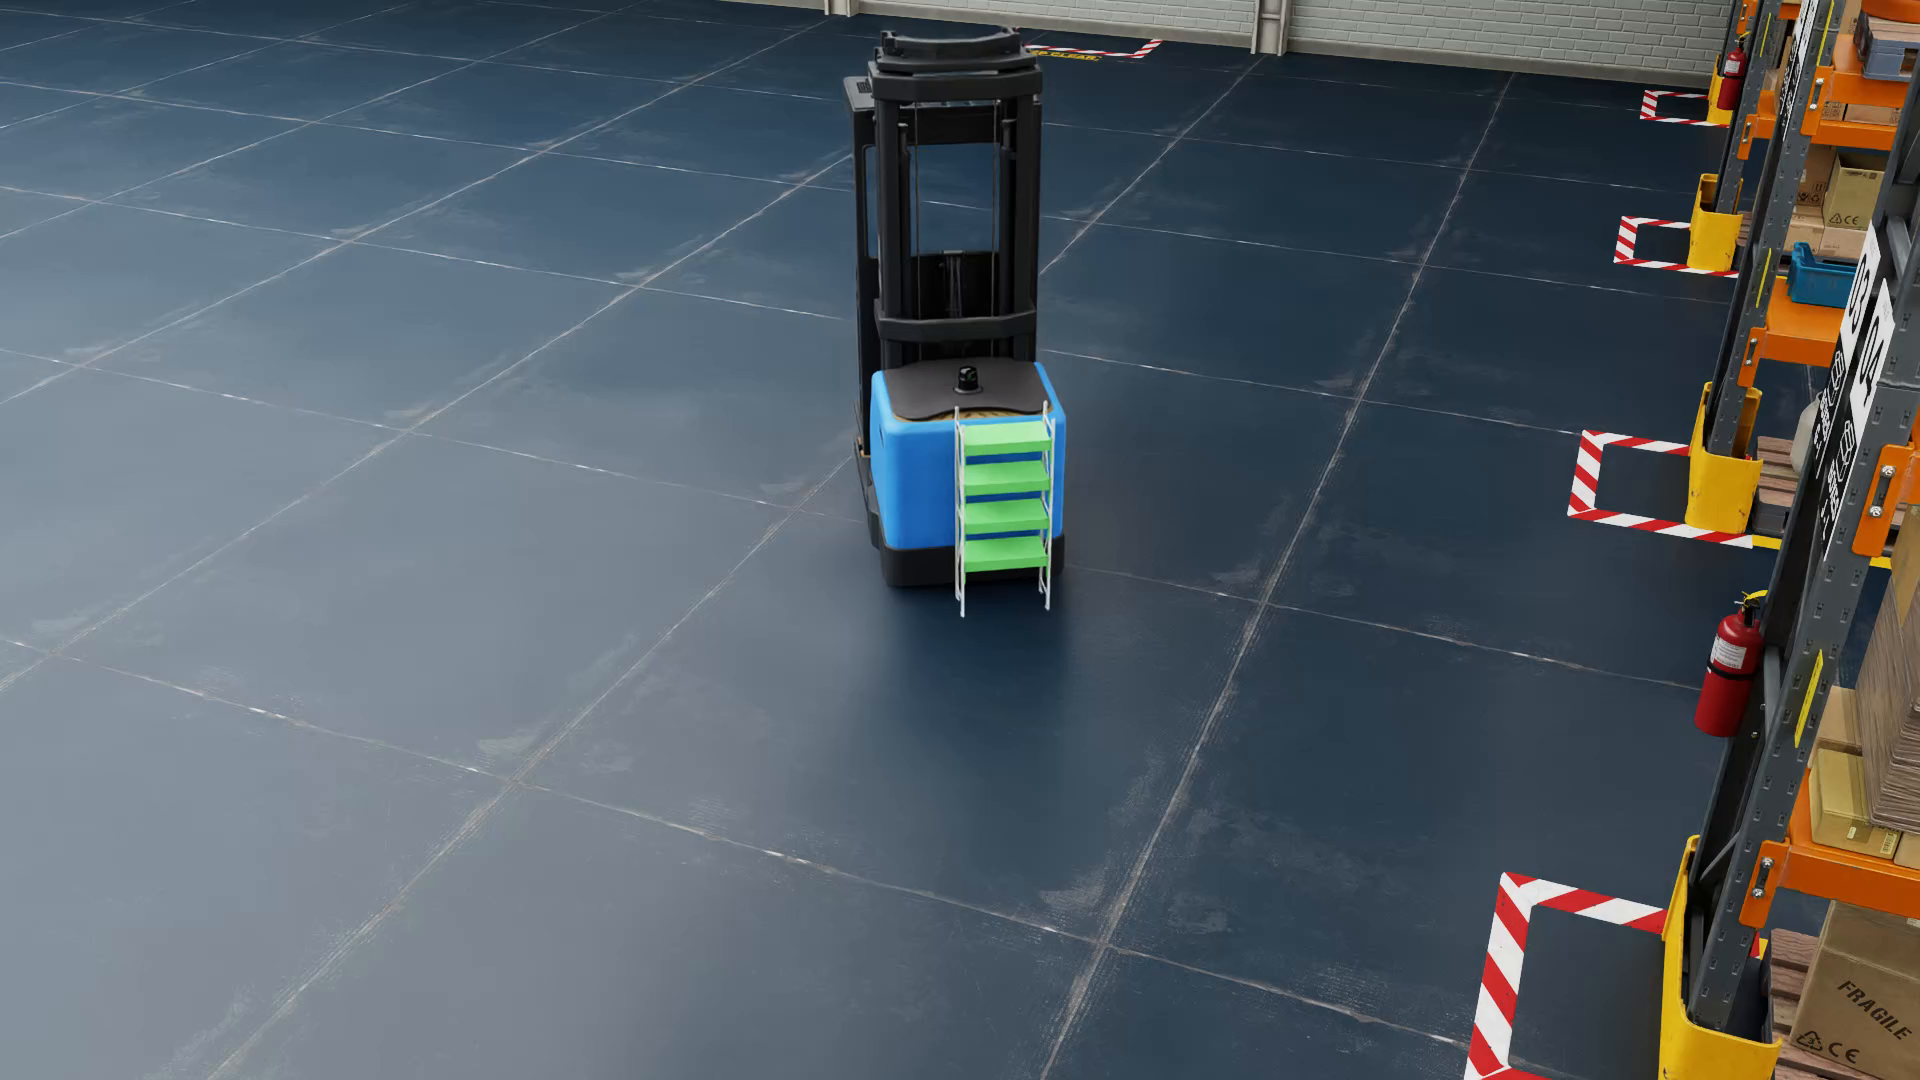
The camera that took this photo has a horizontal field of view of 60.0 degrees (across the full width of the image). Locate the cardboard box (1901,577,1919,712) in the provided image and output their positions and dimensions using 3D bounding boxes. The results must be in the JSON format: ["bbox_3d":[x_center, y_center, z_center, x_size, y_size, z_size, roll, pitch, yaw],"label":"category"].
[{"bbox_3d":[3.332,0.256,5.239,0.500,0.500,0.500,11,31,19],"label":"cardboard box"}]

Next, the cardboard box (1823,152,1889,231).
[{"bbox_3d":[7.530,-2.897,13.845,0.500,0.500,0.500,11,31,19],"label":"cardboard box"}]

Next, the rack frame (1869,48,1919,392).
[{"bbox_3d":[2.924,-1.973,4.507,0.127,3.000,1.000,11,31,19],"label":"rack frame"}]

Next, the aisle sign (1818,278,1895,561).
[{"bbox_3d":[2.754,-0.368,5.121,0.004,0.787,0.394,11,31,19],"label":"aisle sign"}]

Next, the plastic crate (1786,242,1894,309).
[{"bbox_3d":[5.363,-1.599,10.093,0.616,0.251,0.499,11,31,19],"label":"plastic crate"}]

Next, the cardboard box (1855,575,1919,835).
[{"bbox_3d":[3.424,0.580,5.683,0.500,0.500,0.875,11,31,19],"label":"cardboard box"}]

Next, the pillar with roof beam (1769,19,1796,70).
[{"bbox_3d":[7.867,-7.050,13.490,0.400,9.000,9.100,11,31,19],"label":"pillar with roof beam"}]

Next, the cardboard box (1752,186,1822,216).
[{"bbox_3d":[7.260,-2.899,14.609,0.500,0.250,0.500,11,31,19],"label":"cardboard box"}]

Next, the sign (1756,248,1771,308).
[{"bbox_3d":[4.576,-1.490,9.468,0.005,0.325,0.100,11,31,19],"label":"sign"}]

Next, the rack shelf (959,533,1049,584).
[{"bbox_3d":[0.241,0.104,9.375,0.480,0.148,0.258,-4,30,-7],"label":"rack shelf"}]

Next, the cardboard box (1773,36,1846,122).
[{"bbox_3d":[7.080,-3.829,13.785,0.500,0.500,0.700,11,31,19],"label":"cardboard box"}]

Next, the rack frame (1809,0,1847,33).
[{"bbox_3d":[4.787,-4.231,8.502,0.127,3.000,1.000,11,31,19],"label":"rack frame"}]

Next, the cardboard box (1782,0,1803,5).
[{"bbox_3d":[8.844,-5.845,17.586,0.500,0.250,0.500,10,31,18],"label":"cardboard box"}]

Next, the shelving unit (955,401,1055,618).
[{"bbox_3d":[0.241,-0.161,9.226,0.503,1.200,0.258,-4,30,-7],"label":"shelving unit"}]

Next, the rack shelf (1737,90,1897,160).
[{"bbox_3d":[8.506,-3.194,13.495,4.000,0.370,1.077,11,31,19],"label":"rack shelf"}]

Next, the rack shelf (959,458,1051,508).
[{"bbox_3d":[0.241,-0.314,9.139,0.480,0.148,0.258,-4,30,-7],"label":"rack shelf"}]

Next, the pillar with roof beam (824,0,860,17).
[{"bbox_3d":[-3.253,-9.271,17.418,0.400,9.000,9.100,11,31,19],"label":"pillar with roof beam"}]

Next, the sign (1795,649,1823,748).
[{"bbox_3d":[2.721,0.509,5.332,0.005,0.325,0.100,11,31,19],"label":"sign"}]

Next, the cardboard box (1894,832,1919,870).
[{"bbox_3d":[3.323,0.965,5.662,0.250,0.149,0.380,11,31,19],"label":"cardboard box"}]

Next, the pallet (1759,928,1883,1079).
[{"bbox_3d":[3.734,2.033,6.350,1.213,0.211,1.003,11,31,19],"label":"pallet"}]

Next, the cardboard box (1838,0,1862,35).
[{"bbox_3d":[7.129,-4.384,13.449,0.500,0.500,0.700,11,31,19],"label":"cardboard box"}]

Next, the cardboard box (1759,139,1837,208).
[{"bbox_3d":[7.261,-3.226,14.426,0.500,0.500,0.500,11,31,19],"label":"cardboard box"}]

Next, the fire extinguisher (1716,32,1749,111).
[{"bbox_3d":[6.718,-4.077,14.405,0.183,0.674,0.296,11,31,19],"label":"fire extinguisher"}]

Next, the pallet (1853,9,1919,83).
[{"bbox_3d":[5.516,-2.646,8.937,1.213,0.211,1.003,11,31,19],"label":"pallet"}]

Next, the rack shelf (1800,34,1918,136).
[{"bbox_3d":[6.640,-2.242,8.763,4.000,0.370,1.077,11,31,19],"label":"rack shelf"}]

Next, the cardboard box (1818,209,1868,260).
[{"bbox_3d":[7.530,-2.572,14.031,0.500,0.250,0.500,11,31,19],"label":"cardboard box"}]

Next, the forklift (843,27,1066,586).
[{"bbox_3d":[-0.109,-1.714,10.215,1.130,2.935,3.031,-4,30,-7],"label":"forklift"}]

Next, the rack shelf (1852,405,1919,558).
[{"bbox_3d":[4.778,0.016,4.767,4.000,0.370,1.077,11,31,19],"label":"rack shelf"}]

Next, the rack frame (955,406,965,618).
[{"bbox_3d":[0.000,-0.143,9.194,0.015,1.200,0.240,-4,30,-7],"label":"rack frame"}]

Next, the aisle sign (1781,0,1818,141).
[{"bbox_3d":[4.610,-2.631,9.126,0.004,0.787,0.394,11,31,19],"label":"aisle sign"}]

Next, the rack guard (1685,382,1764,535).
[{"bbox_3d":[4.875,-0.539,10.607,0.348,0.500,1.175,11,31,19],"label":"rack guard"}]

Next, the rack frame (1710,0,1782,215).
[{"bbox_3d":[6.652,-3.877,13.973,0.127,3.000,1.000,11,31,19],"label":"rack frame"}]

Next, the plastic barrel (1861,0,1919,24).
[{"bbox_3d":[5.285,-3.263,8.975,0.708,0.830,0.600,11,31,19],"label":"plastic barrel"}]

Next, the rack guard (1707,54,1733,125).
[{"bbox_3d":[8.582,-5.035,18.560,0.348,0.500,1.175,11,31,19],"label":"rack guard"}]
